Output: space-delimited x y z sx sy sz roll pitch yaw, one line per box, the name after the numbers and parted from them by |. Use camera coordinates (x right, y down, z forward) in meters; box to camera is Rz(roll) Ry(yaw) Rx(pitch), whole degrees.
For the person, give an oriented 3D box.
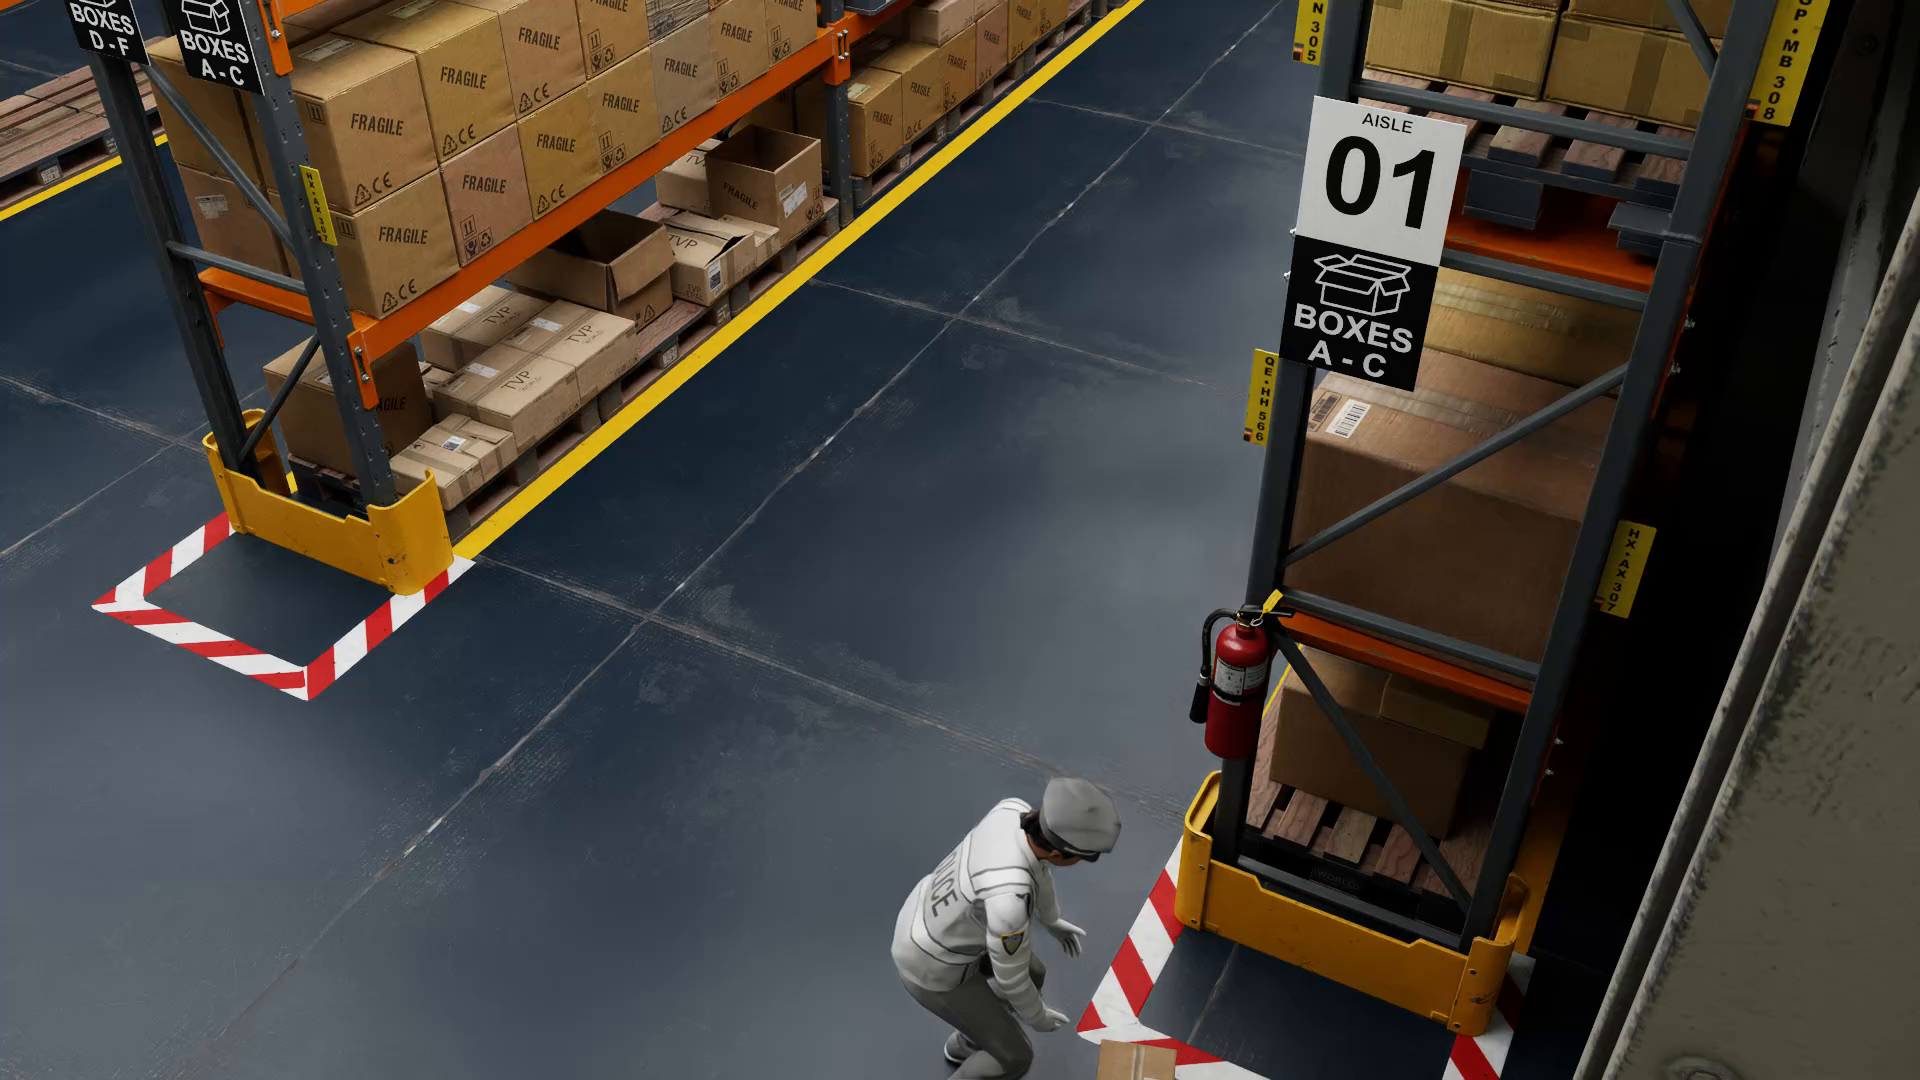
0.133 1.283 5.218 0.674 1.429 0.534 6 39 8 | person
